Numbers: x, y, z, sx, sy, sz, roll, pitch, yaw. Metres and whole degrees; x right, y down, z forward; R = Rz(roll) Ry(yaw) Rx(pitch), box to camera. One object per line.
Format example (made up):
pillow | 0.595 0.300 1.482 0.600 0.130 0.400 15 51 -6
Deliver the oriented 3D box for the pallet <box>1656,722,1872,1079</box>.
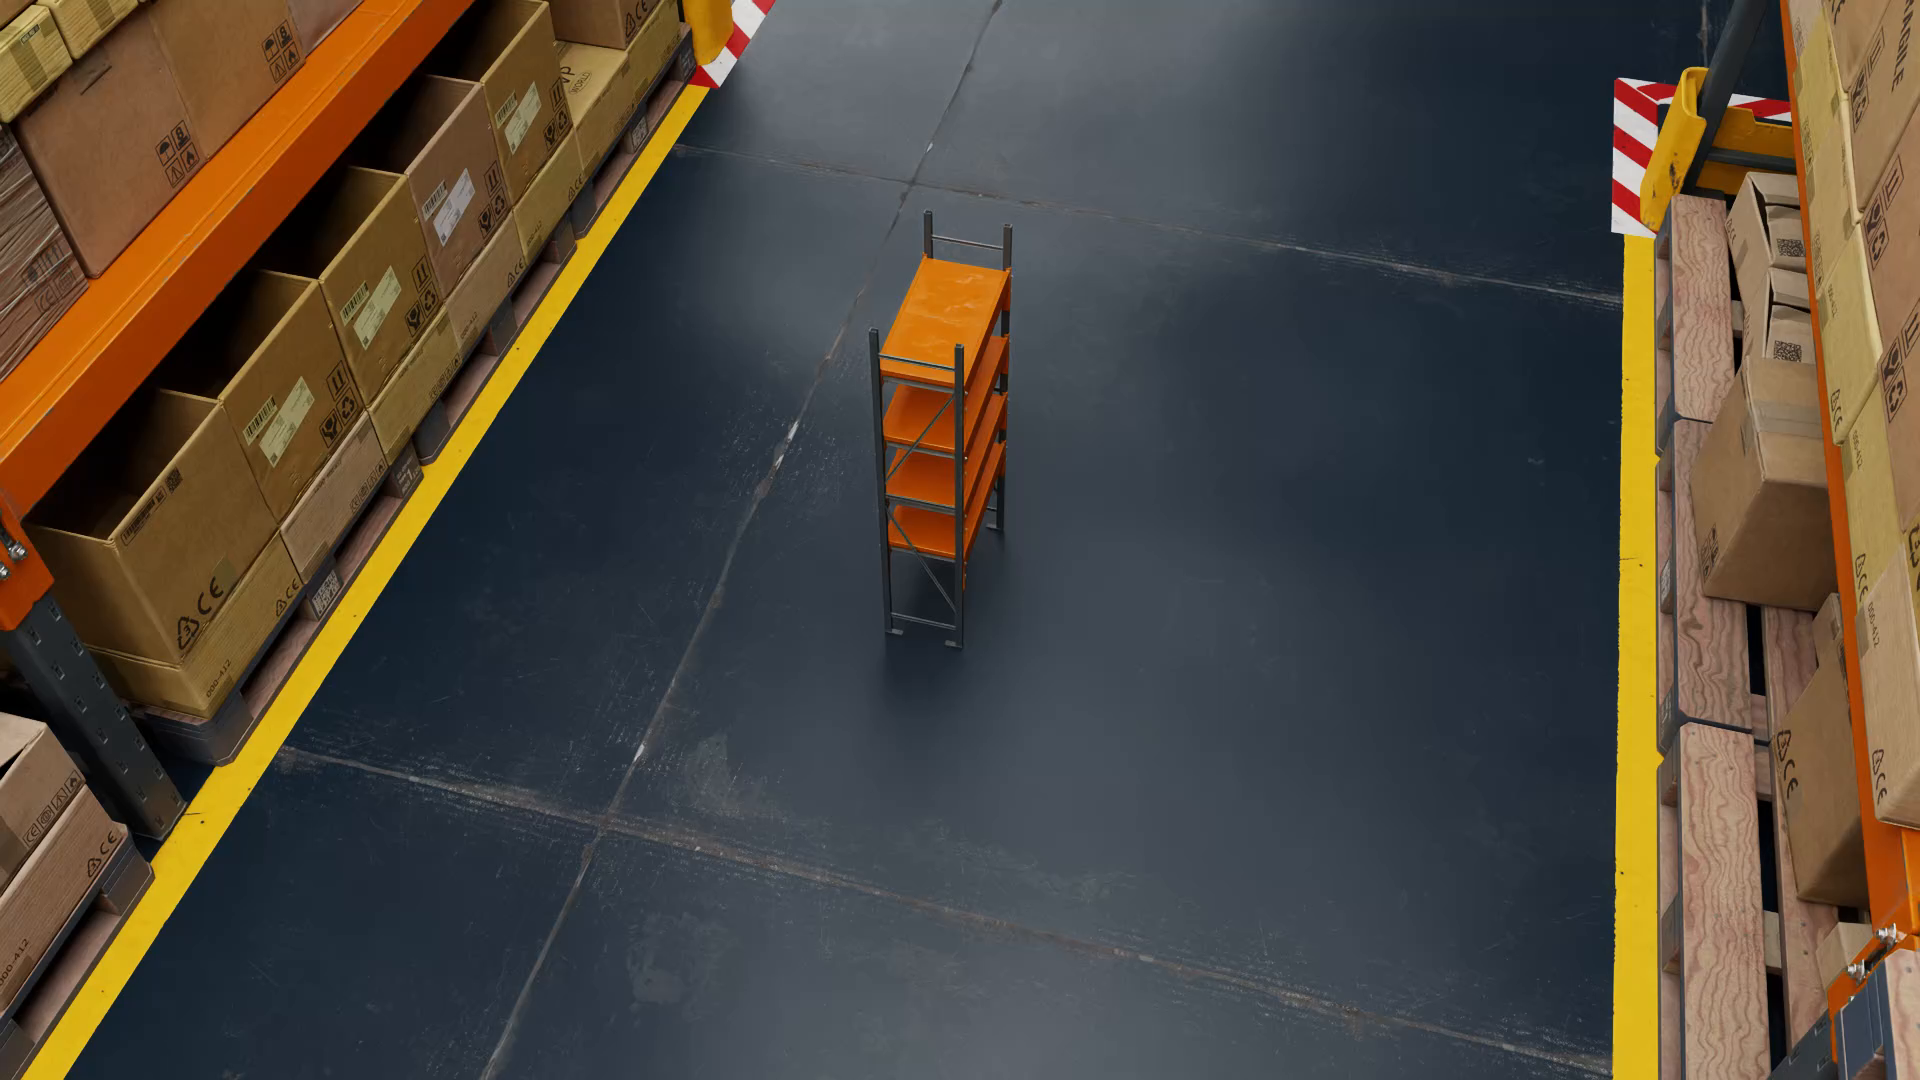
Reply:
pallet | 2.291 1.093 4.144 1.003 0.211 1.213 12 50 10

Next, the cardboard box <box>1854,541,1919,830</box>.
cardboard box | 1.981 0.304 3.068 0.500 0.250 0.500 12 50 10

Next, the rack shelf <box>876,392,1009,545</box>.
rack shelf | -0.044 -0.233 4.745 0.258 0.148 0.480 12 50 10

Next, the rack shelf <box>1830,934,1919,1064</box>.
rack shelf | 1.622 2.348 1.657 1.077 0.370 4.000 12 50 10

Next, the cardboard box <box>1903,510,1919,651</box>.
cardboard box | 1.975 0.055 2.787 0.500 0.500 0.500 11 50 10

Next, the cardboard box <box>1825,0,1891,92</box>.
cardboard box | 2.504 -1.421 4.090 0.500 0.500 0.500 10 49 9

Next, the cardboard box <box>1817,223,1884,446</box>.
cardboard box | 2.238 -0.422 3.708 0.500 0.250 0.500 11 50 10

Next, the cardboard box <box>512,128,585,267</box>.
cardboard box | -1.684 -1.262 5.917 0.500 0.250 0.500 12 50 10

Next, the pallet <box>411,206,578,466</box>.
pallet | -2.062 -0.841 5.851 1.003 0.211 1.213 12 50 10

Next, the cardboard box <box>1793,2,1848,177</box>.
cardboard box | 2.504 -1.151 4.352 0.500 0.250 0.500 11 49 9

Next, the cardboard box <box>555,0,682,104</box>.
cardboard box | -1.435 -1.988 6.557 0.500 0.250 0.500 12 50 10

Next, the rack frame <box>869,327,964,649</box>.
rack frame | -0.108 -0.101 4.539 0.240 1.200 0.015 12 50 10

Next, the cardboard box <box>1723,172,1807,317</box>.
cardboard box | 2.933 -1.003 5.635 0.500 0.311 0.500 7 49 6

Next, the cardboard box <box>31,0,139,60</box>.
cardboard box | -2.174 -1.274 3.874 0.380 0.149 0.250 11 50 10

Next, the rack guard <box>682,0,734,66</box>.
rack guard | -1.572 -2.395 7.030 1.175 0.500 0.348 12 50 10

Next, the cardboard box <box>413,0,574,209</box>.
cardboard box | -1.682 -1.509 5.635 0.500 0.500 0.500 12 50 10

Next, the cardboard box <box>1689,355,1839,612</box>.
cardboard box | 2.541 -0.132 4.740 0.700 0.500 0.500 9 49 8

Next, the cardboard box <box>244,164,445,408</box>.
cardboard box | -1.944 -0.786 4.996 0.500 0.500 0.500 12 50 10

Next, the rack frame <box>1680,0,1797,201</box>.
rack frame | 3.202 -2.230 5.217 1.000 3.000 0.127 12 50 10

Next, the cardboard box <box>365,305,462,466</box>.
cardboard box | -1.944 -0.537 5.278 0.500 0.250 0.500 12 50 10

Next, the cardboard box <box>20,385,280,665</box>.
cardboard box | -2.207 -0.062 4.358 0.500 0.500 0.500 12 50 10

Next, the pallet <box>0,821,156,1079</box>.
pallet | -2.788 1.152 4.093 1.003 0.211 1.213 12 50 10

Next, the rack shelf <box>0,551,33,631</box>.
rack shelf | -3.158 1.373 2.517 1.077 0.370 4.000 12 50 10

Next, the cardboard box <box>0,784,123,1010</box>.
cardboard box | -2.461 0.817 4.082 0.500 0.250 0.500 11 50 10

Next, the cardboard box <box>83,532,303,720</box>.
cardboard box | -2.217 0.184 4.641 0.500 0.250 0.500 12 50 10

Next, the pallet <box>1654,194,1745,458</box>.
pallet | 2.934 -0.672 5.702 1.003 0.211 1.213 12 50 10

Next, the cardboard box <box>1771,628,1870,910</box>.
cardboard box | 2.383 0.586 4.106 0.500 0.500 0.500 8 49 7

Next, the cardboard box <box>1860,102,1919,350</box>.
cardboard box | 2.244 -0.669 3.426 0.500 0.500 0.500 10 49 9

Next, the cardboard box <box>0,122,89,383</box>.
cardboard box | -2.521 -0.667 3.771 0.700 0.500 0.500 10 49 9

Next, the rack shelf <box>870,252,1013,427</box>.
rack shelf | -0.044 -0.537 4.400 0.258 0.148 0.480 12 50 10

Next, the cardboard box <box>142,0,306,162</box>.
cardboard box | -2.252 -1.412 4.429 0.700 0.500 0.500 12 50 11

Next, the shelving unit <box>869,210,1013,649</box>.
shelving unit | -0.044 -0.277 4.694 0.258 1.200 0.503 12 50 10

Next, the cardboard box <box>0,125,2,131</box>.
cardboard box | -2.308 -0.897 3.542 0.380 0.149 0.250 12 50 11
